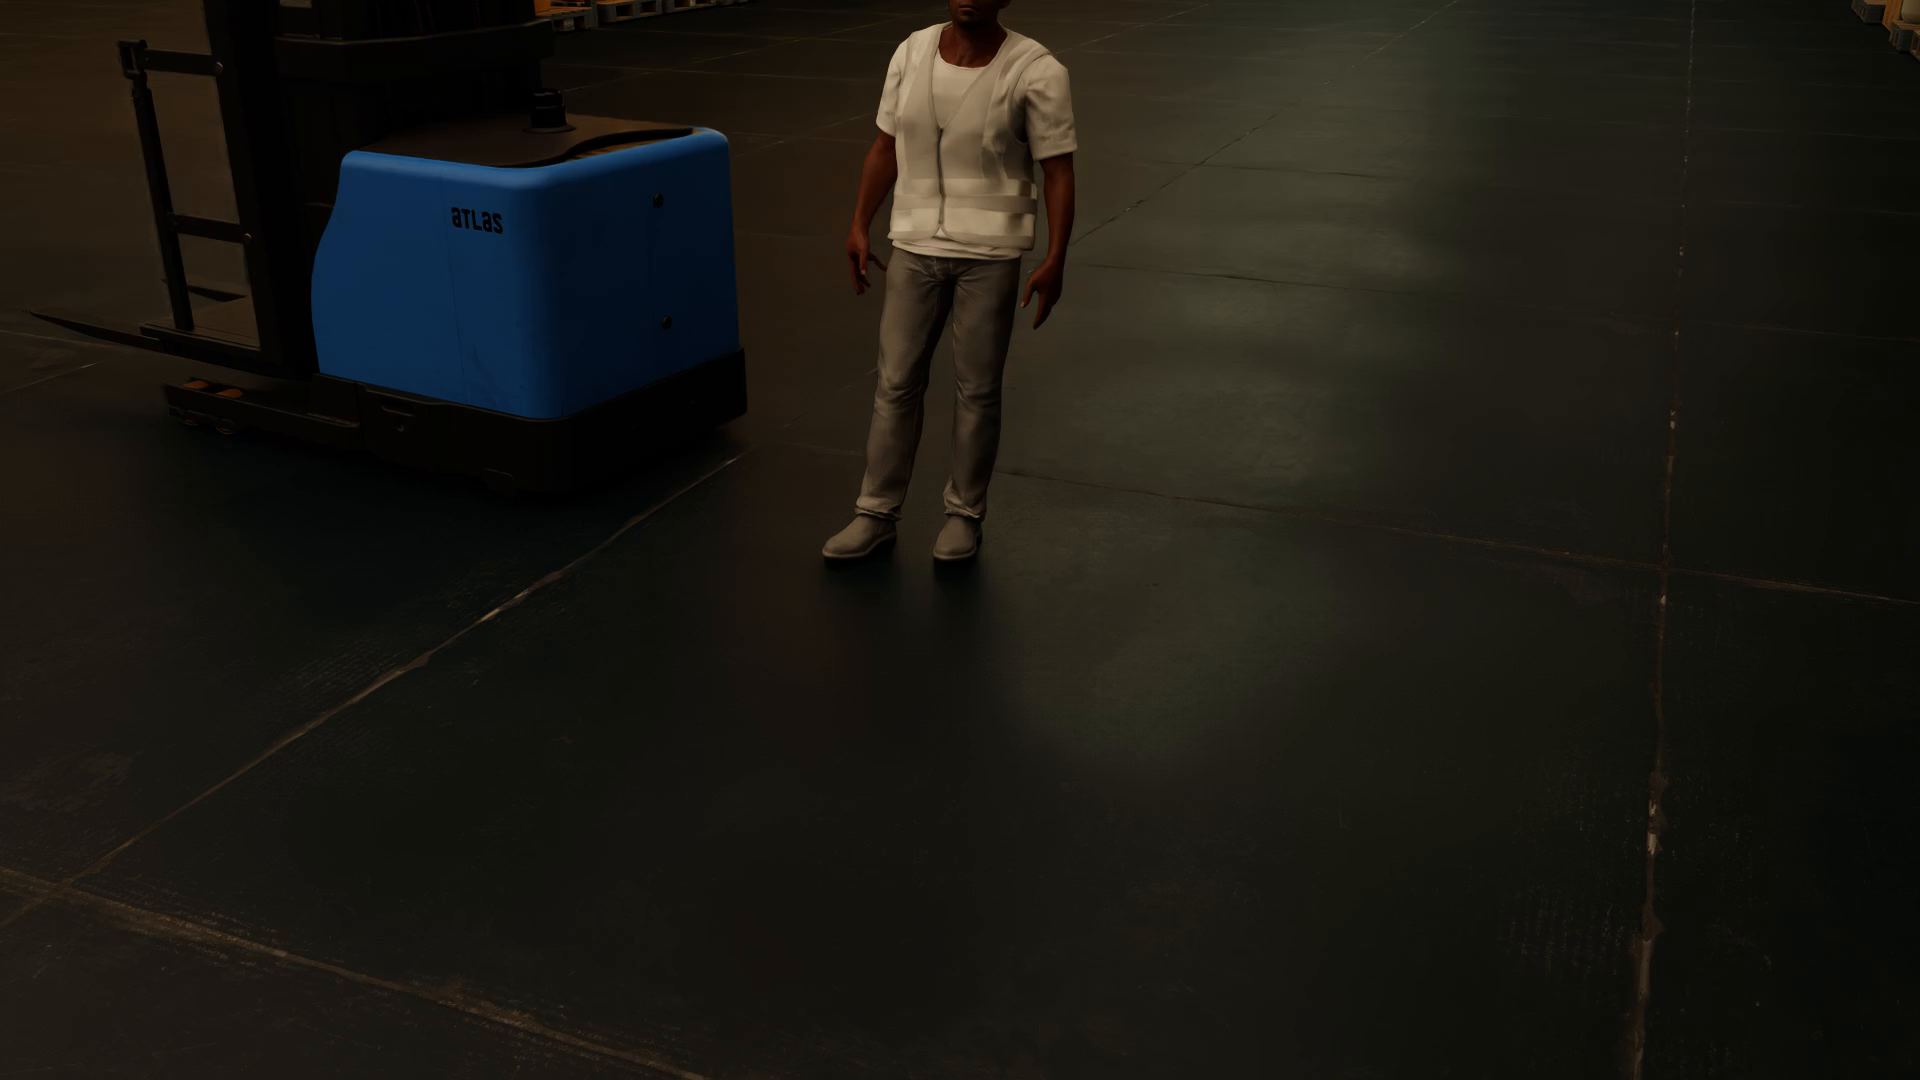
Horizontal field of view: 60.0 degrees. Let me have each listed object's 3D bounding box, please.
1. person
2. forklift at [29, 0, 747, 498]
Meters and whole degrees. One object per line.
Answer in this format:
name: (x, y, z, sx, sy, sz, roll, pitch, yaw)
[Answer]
person: (-0.032, -0.797, 4.692, 0.665, 1.768, 0.575, 9, 24, 21)
forklift: (-2.302, -1.890, 5.814, 3.031, 2.935, 1.130, 13, 26, 28)
